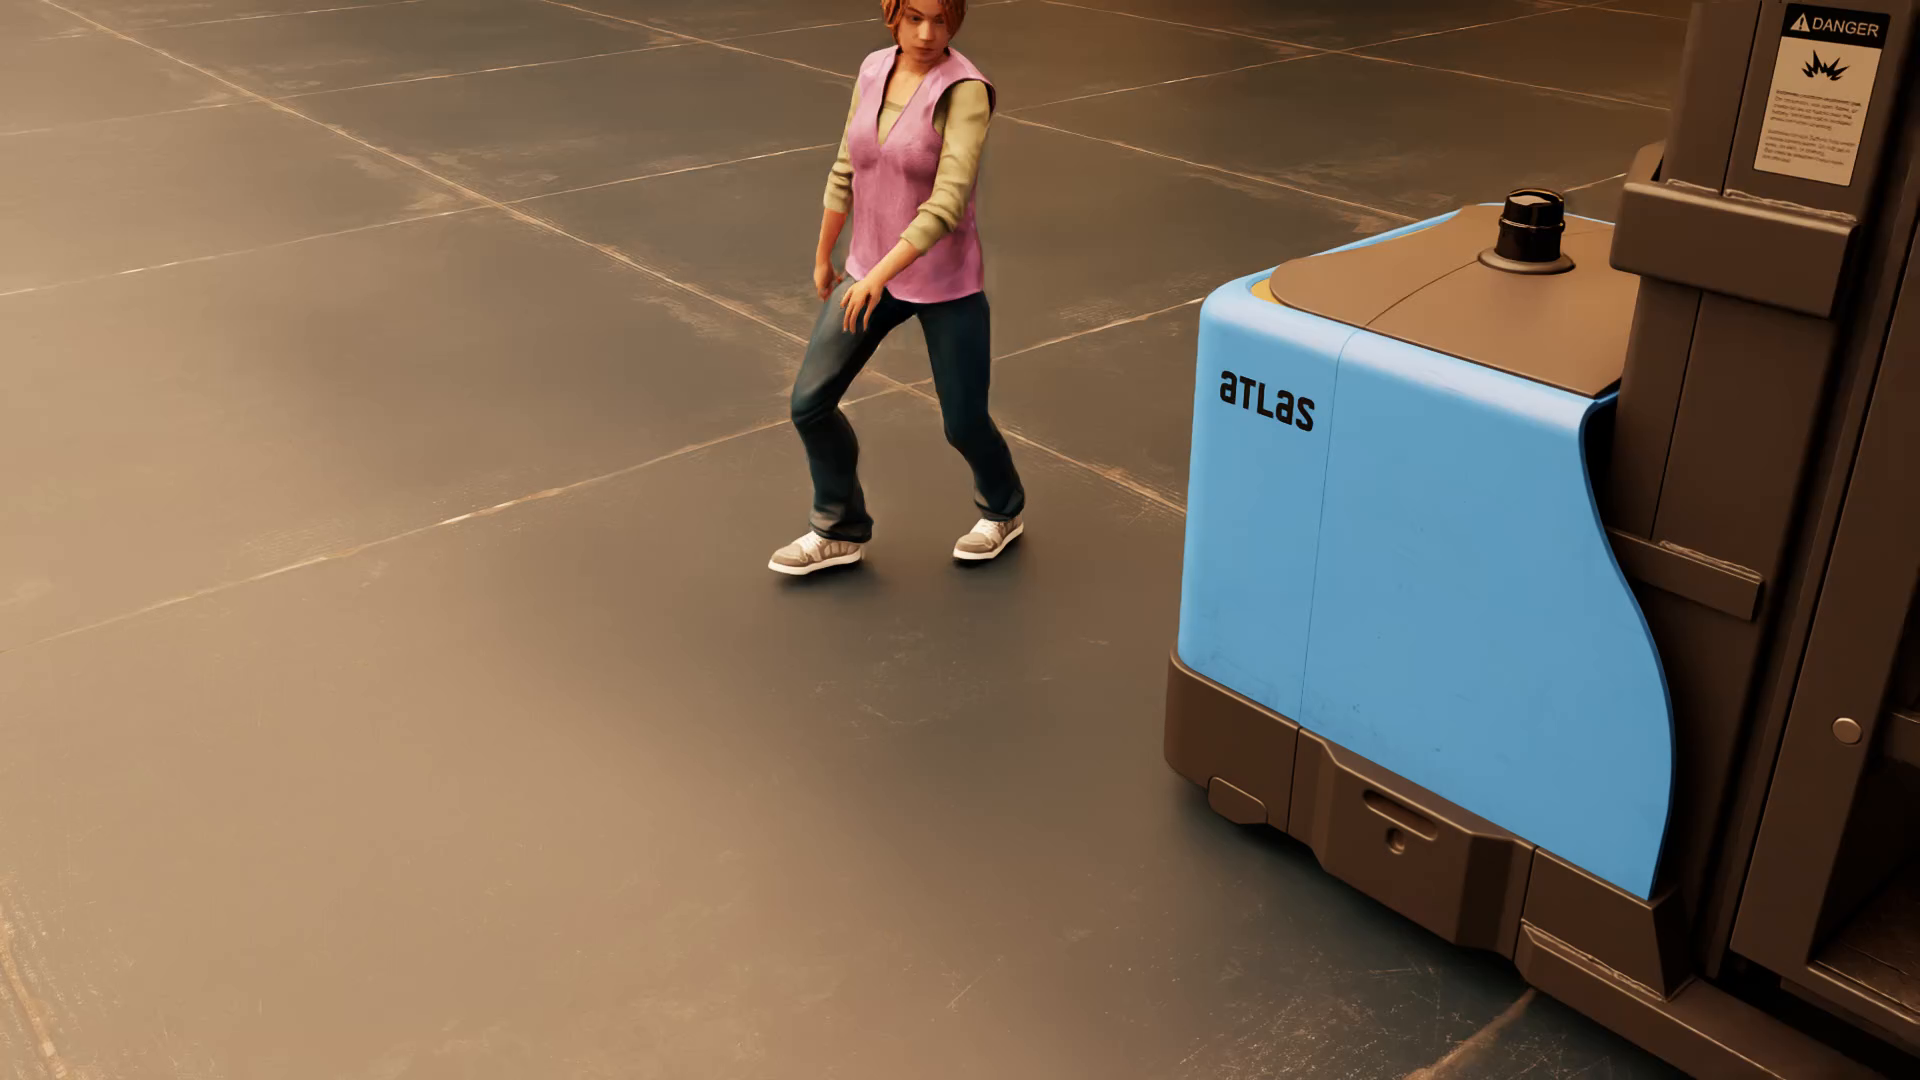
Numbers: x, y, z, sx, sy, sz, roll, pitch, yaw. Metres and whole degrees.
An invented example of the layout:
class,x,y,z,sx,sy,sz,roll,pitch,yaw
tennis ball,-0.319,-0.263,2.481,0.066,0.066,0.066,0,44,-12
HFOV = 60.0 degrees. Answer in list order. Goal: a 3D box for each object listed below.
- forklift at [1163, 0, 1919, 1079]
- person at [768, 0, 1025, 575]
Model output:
class,x,y,z,sx,sy,sz,roll,pitch,yaw
forklift,1.776,-0.460,2.130,1.130,2.935,3.031,-22,34,-37
person,-0.162,-0.623,4.051,0.536,1.522,0.686,15,30,28
